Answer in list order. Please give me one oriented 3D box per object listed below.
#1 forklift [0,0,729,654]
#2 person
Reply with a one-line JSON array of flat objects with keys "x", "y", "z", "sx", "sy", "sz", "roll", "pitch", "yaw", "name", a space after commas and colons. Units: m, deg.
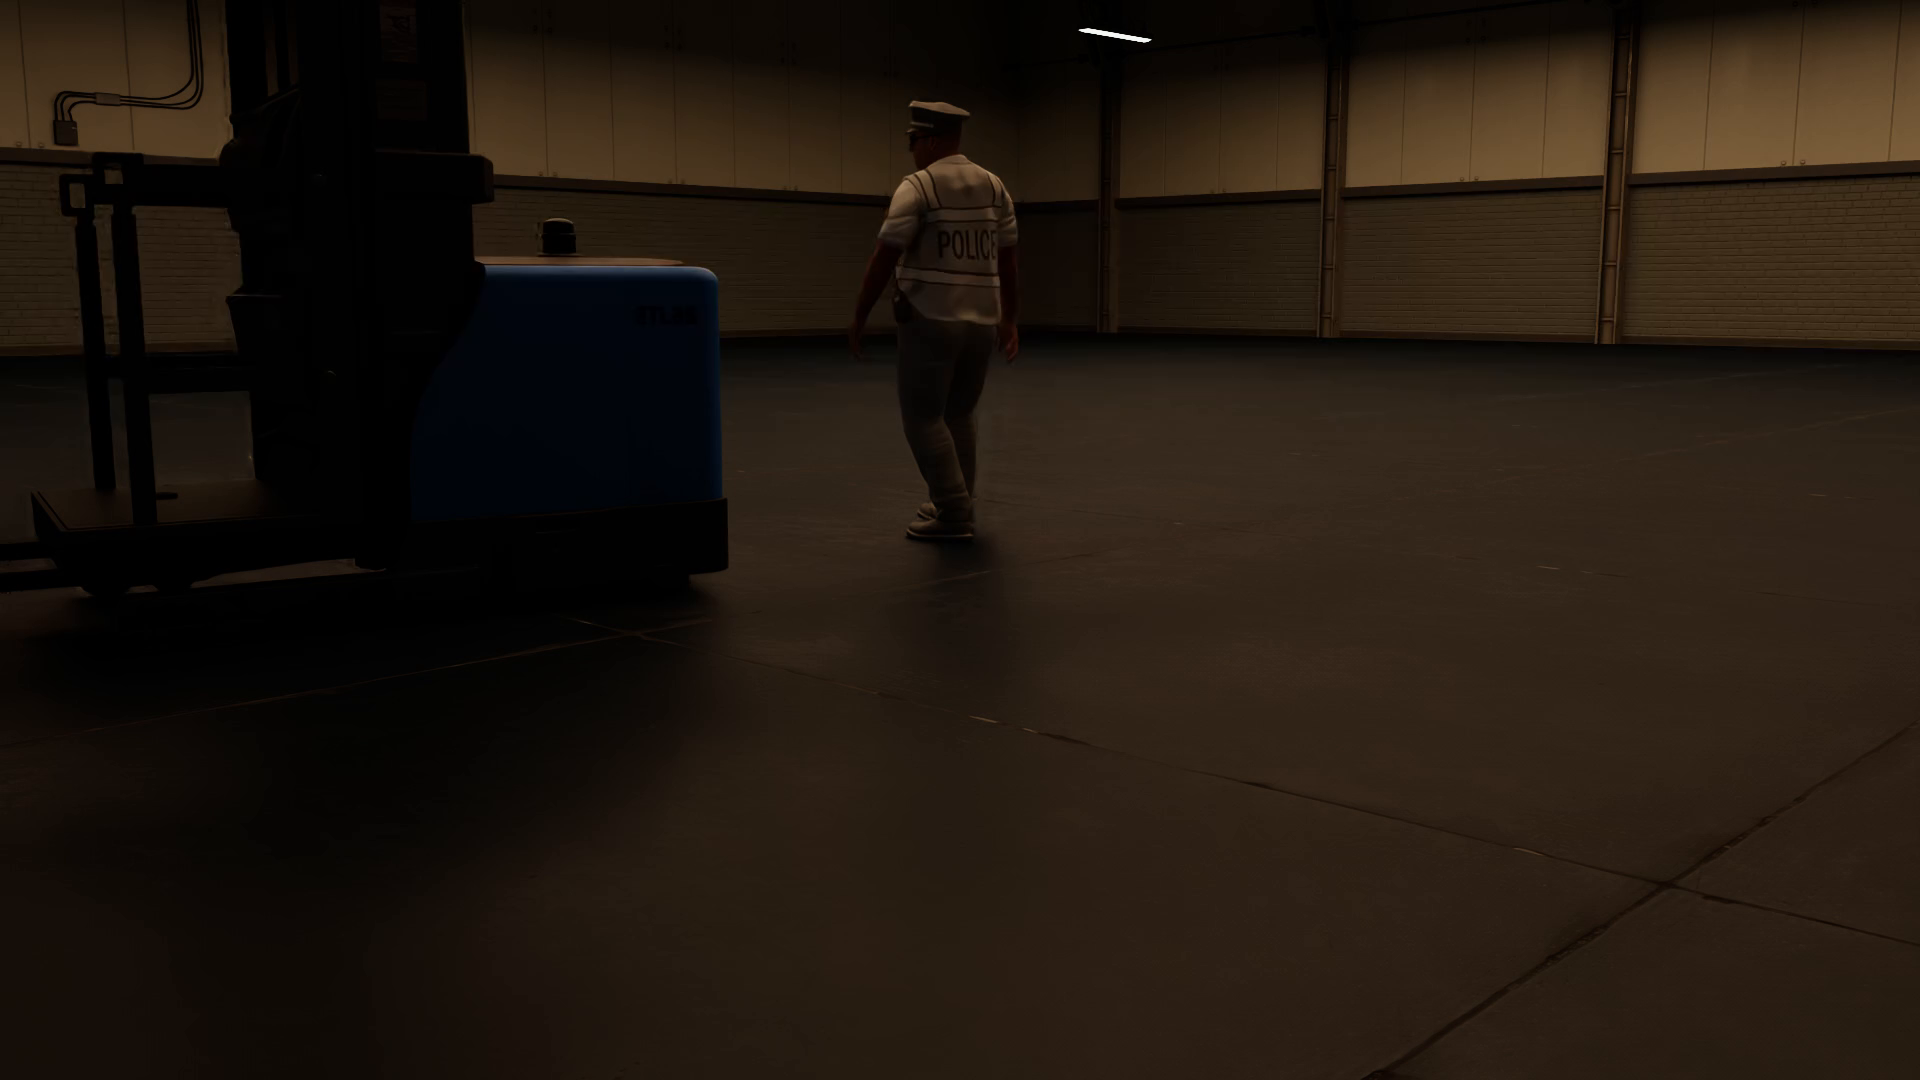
[{"x": -2.298, "y": -1.222, "z": 4.990, "sx": 3.031, "sy": 2.935, "sz": 1.130, "roll": -5, "pitch": 10, "yaw": -32, "name": "forklift"}, {"x": -0.131, "y": -0.882, "z": 6.749, "sx": 0.682, "sy": 1.736, "sz": 0.616, "roll": -7, "pitch": 11, "yaw": -40, "name": "person"}]
